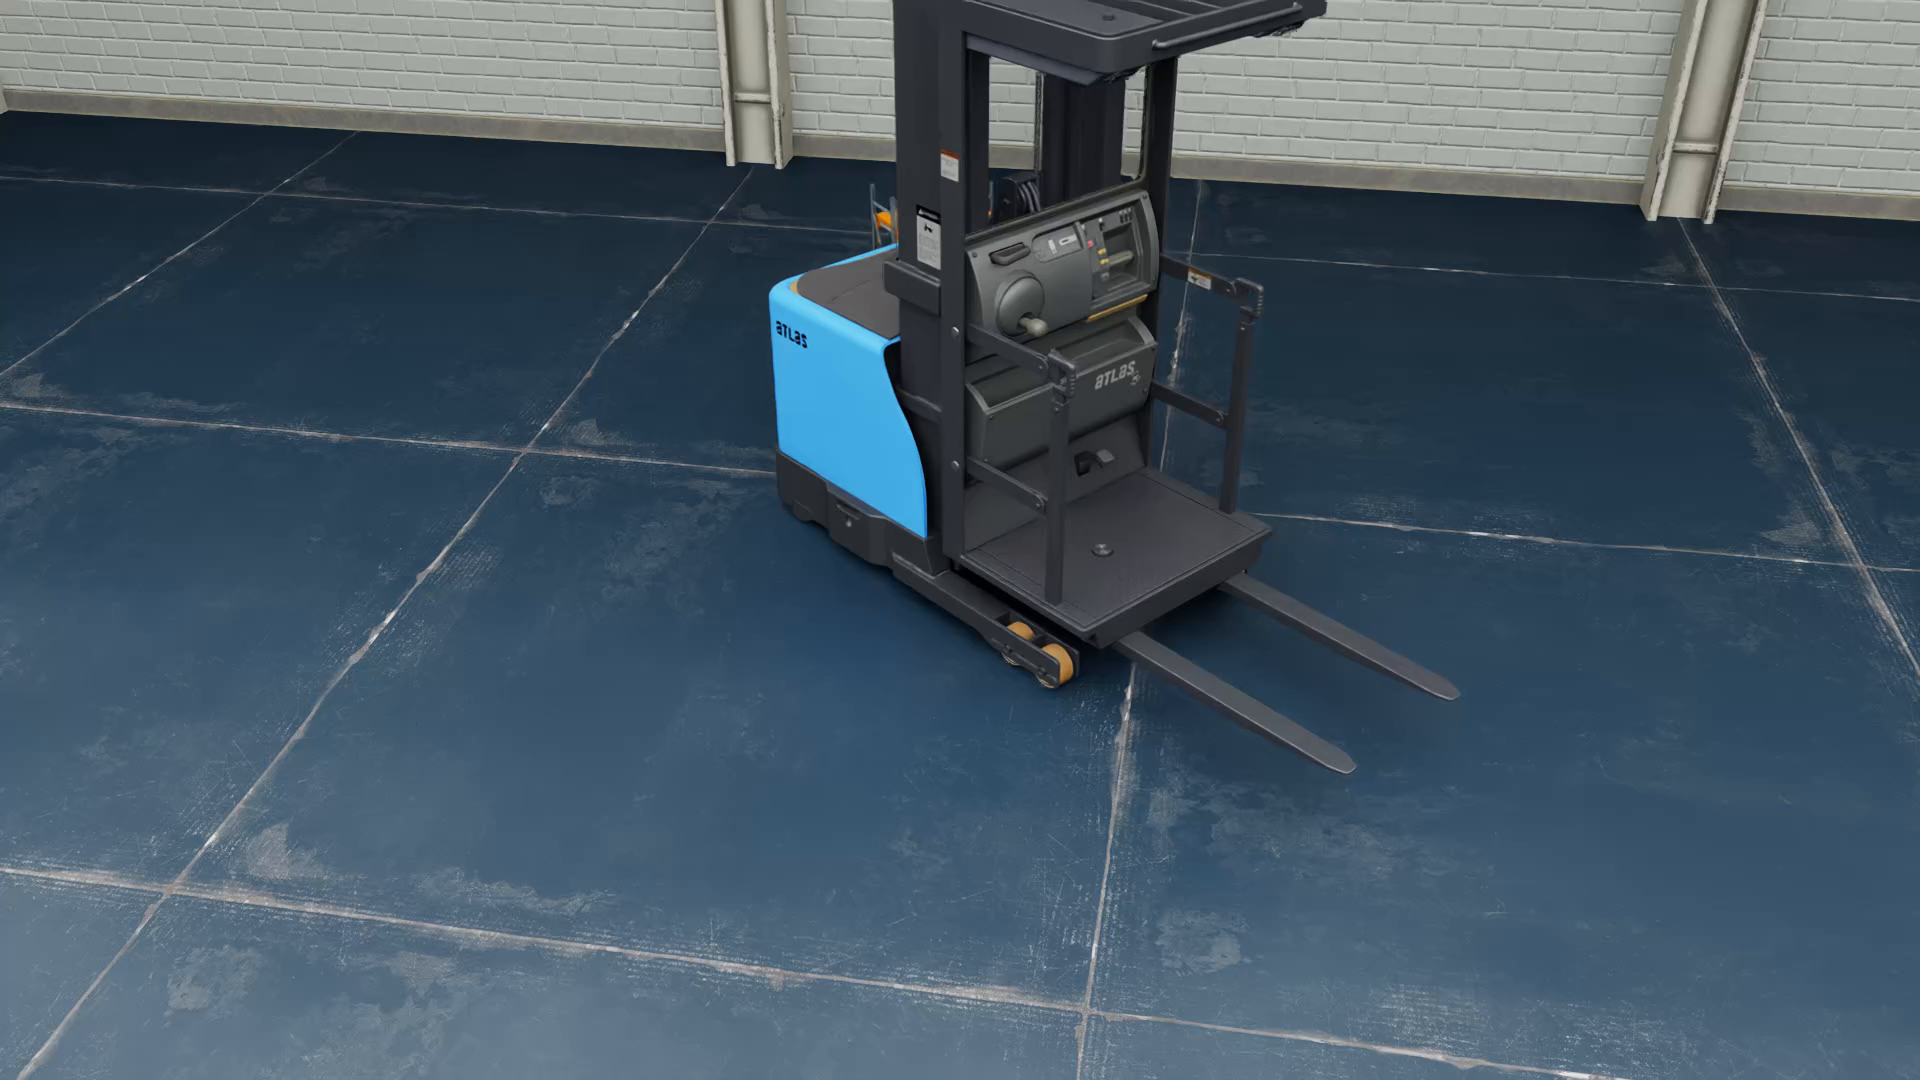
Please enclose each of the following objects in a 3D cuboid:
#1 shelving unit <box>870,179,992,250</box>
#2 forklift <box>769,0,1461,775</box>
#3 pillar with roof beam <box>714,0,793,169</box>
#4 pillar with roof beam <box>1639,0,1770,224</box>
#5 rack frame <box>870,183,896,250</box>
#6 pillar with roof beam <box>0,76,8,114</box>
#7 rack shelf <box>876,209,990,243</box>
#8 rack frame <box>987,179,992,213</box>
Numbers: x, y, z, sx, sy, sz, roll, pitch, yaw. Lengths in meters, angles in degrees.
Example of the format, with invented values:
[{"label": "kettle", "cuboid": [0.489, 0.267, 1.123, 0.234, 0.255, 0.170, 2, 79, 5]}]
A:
[{"label": "shelving unit", "cuboid": [-0.119, -1.109, 7.879, 0.503, 1.200, 0.258, -15, 32, -22]}, {"label": "forklift", "cuboid": [0.540, -0.985, 6.061, 1.130, 2.935, 3.031, -25, 40, -34]}, {"label": "pillar with roof beam", "cuboid": [-2.093, -4.174, 5.438, 0.400, 9.000, 9.100, 5, 32, 8]}, {"label": "pillar with roof beam", "cuboid": [3.821, -3.639, 4.582, 0.400, 9.000, 9.100, 5, 32, 8]}, {"label": "rack frame", "cuboid": [-0.337, -1.051, 7.786, 0.015, 1.200, 0.240, -15, 32, -22]}, {"label": "pillar with roof beam", "cuboid": [-8.008, -4.710, 6.293, 0.400, 9.000, 9.100, 5, 32, 8]}, {"label": "rack shelf", "cuboid": [-0.128, -1.452, 7.686, 0.480, 0.148, 0.258, -15, 32, -22]}, {"label": "rack frame", "cuboid": [0.099, -1.167, 7.971, 0.015, 1.200, 0.240, -15, 32, -22]}]
